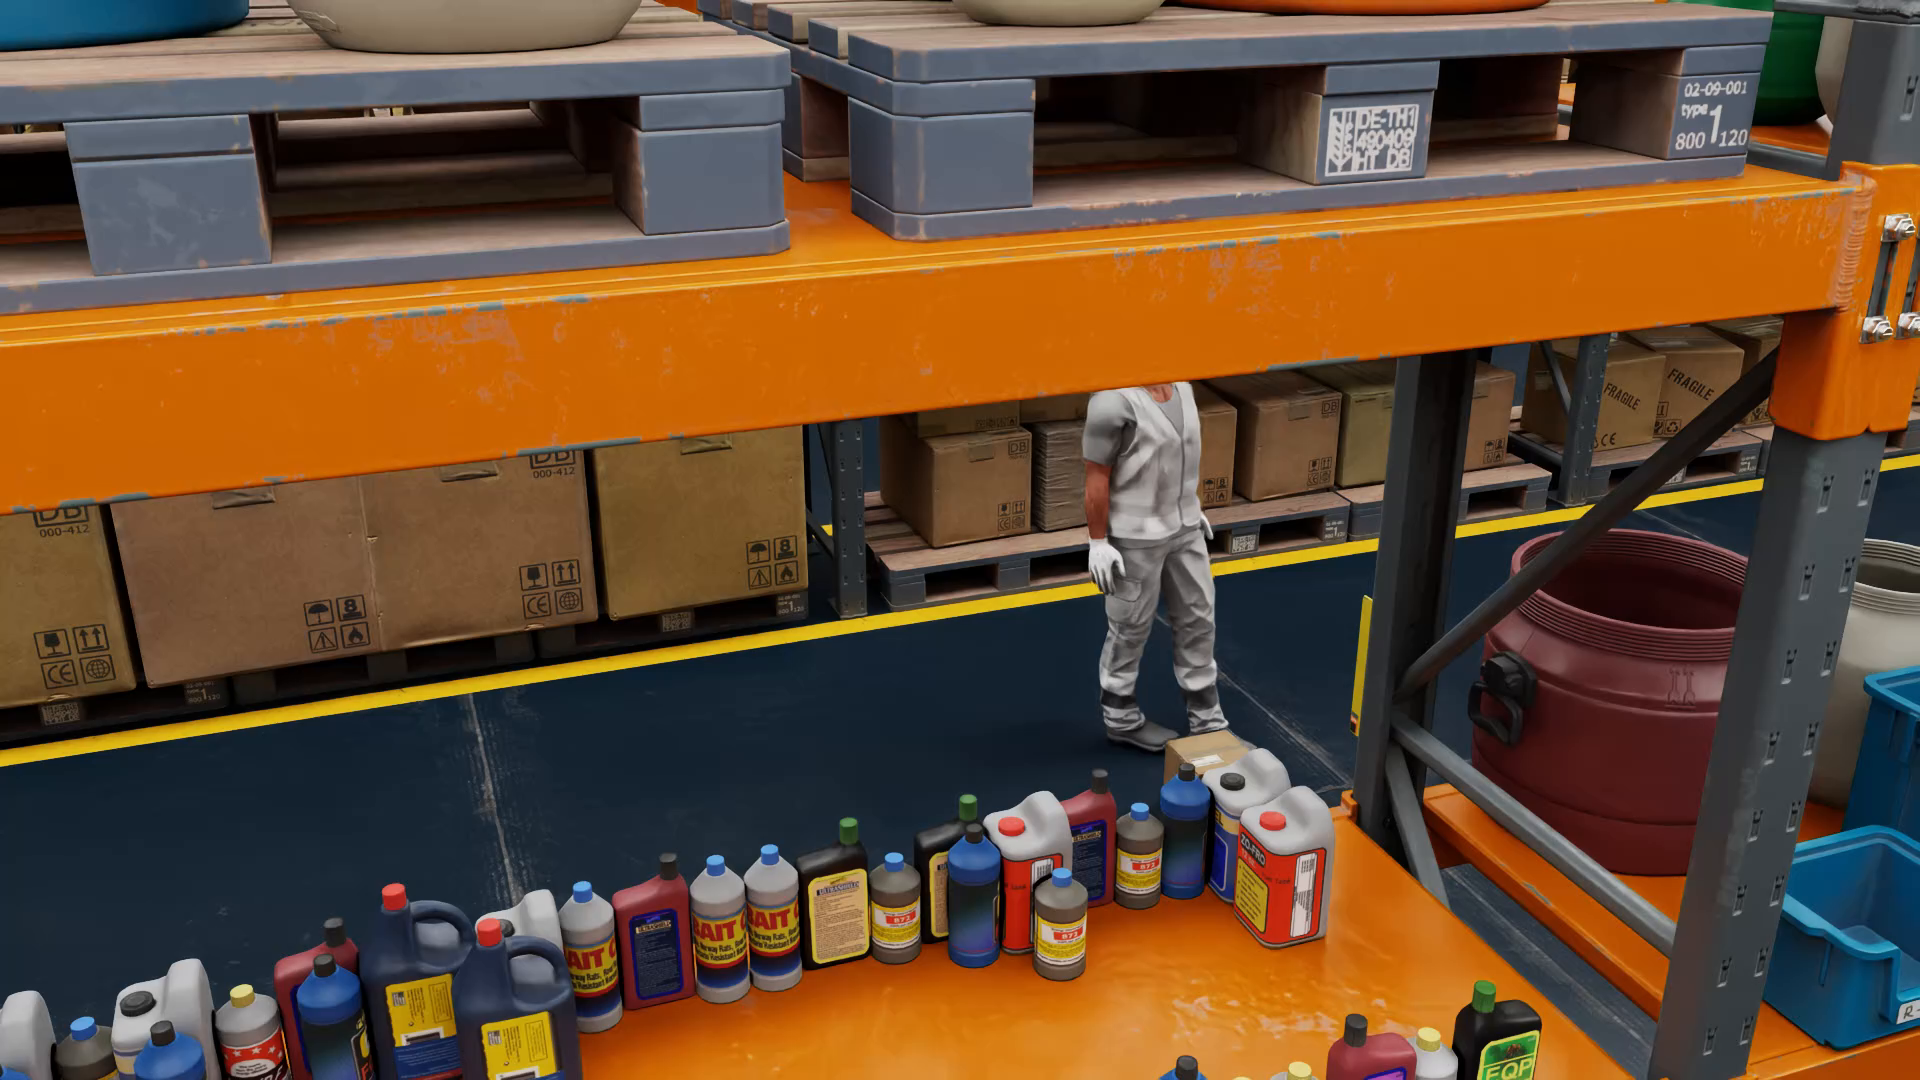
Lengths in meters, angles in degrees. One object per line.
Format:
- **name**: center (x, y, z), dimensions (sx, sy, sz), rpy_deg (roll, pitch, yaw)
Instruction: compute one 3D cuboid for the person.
- **person**: center (0.787, 0.004, 6.027), dimensions (0.577, 1.788, 0.587), rpy_deg (-21, 30, -41)
